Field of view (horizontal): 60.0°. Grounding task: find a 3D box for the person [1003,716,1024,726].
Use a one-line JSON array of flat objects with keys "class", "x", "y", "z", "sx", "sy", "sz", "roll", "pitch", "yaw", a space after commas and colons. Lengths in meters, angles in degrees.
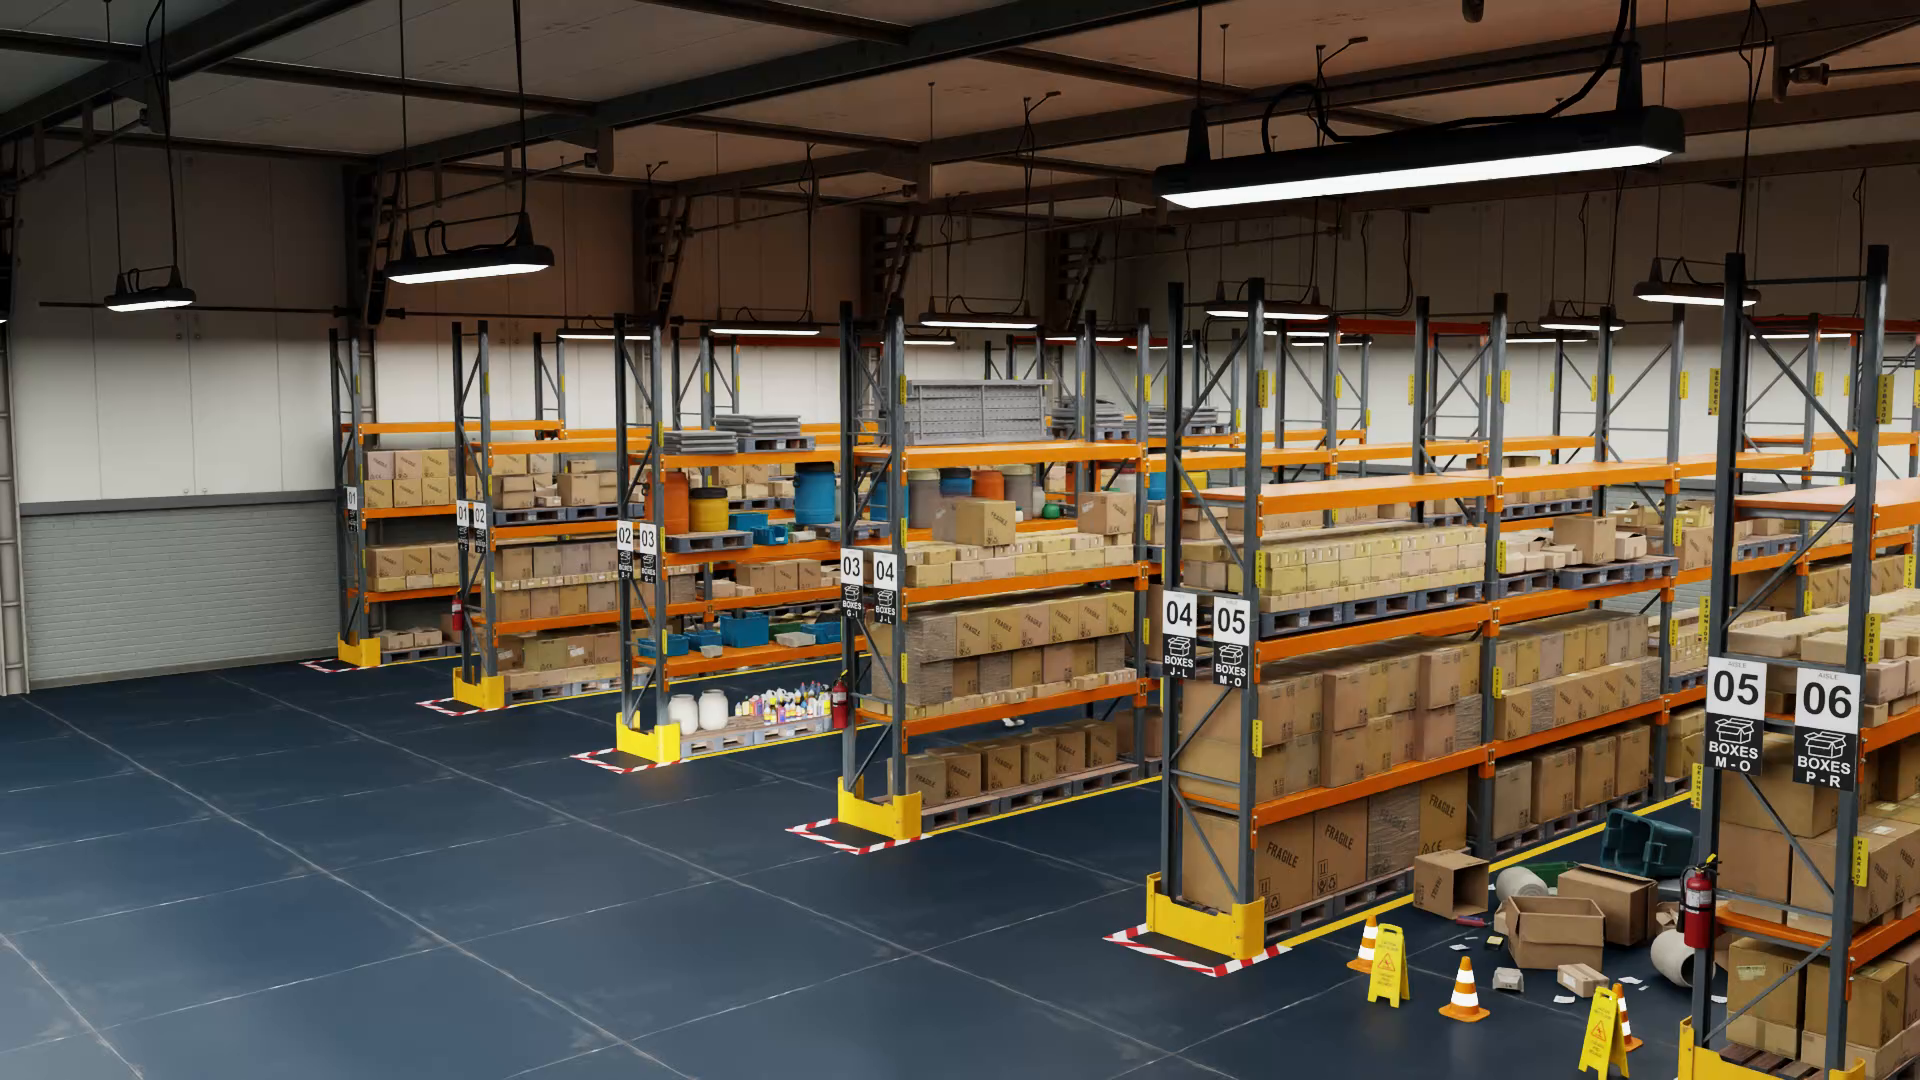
[{"class": "person", "x": 0.744, "y": 1.918, "z": 24.489, "sx": 0.472, "sy": 1.671, "sz": 0.482, "roll": -1, "pitch": 6, "yaw": -13}]
